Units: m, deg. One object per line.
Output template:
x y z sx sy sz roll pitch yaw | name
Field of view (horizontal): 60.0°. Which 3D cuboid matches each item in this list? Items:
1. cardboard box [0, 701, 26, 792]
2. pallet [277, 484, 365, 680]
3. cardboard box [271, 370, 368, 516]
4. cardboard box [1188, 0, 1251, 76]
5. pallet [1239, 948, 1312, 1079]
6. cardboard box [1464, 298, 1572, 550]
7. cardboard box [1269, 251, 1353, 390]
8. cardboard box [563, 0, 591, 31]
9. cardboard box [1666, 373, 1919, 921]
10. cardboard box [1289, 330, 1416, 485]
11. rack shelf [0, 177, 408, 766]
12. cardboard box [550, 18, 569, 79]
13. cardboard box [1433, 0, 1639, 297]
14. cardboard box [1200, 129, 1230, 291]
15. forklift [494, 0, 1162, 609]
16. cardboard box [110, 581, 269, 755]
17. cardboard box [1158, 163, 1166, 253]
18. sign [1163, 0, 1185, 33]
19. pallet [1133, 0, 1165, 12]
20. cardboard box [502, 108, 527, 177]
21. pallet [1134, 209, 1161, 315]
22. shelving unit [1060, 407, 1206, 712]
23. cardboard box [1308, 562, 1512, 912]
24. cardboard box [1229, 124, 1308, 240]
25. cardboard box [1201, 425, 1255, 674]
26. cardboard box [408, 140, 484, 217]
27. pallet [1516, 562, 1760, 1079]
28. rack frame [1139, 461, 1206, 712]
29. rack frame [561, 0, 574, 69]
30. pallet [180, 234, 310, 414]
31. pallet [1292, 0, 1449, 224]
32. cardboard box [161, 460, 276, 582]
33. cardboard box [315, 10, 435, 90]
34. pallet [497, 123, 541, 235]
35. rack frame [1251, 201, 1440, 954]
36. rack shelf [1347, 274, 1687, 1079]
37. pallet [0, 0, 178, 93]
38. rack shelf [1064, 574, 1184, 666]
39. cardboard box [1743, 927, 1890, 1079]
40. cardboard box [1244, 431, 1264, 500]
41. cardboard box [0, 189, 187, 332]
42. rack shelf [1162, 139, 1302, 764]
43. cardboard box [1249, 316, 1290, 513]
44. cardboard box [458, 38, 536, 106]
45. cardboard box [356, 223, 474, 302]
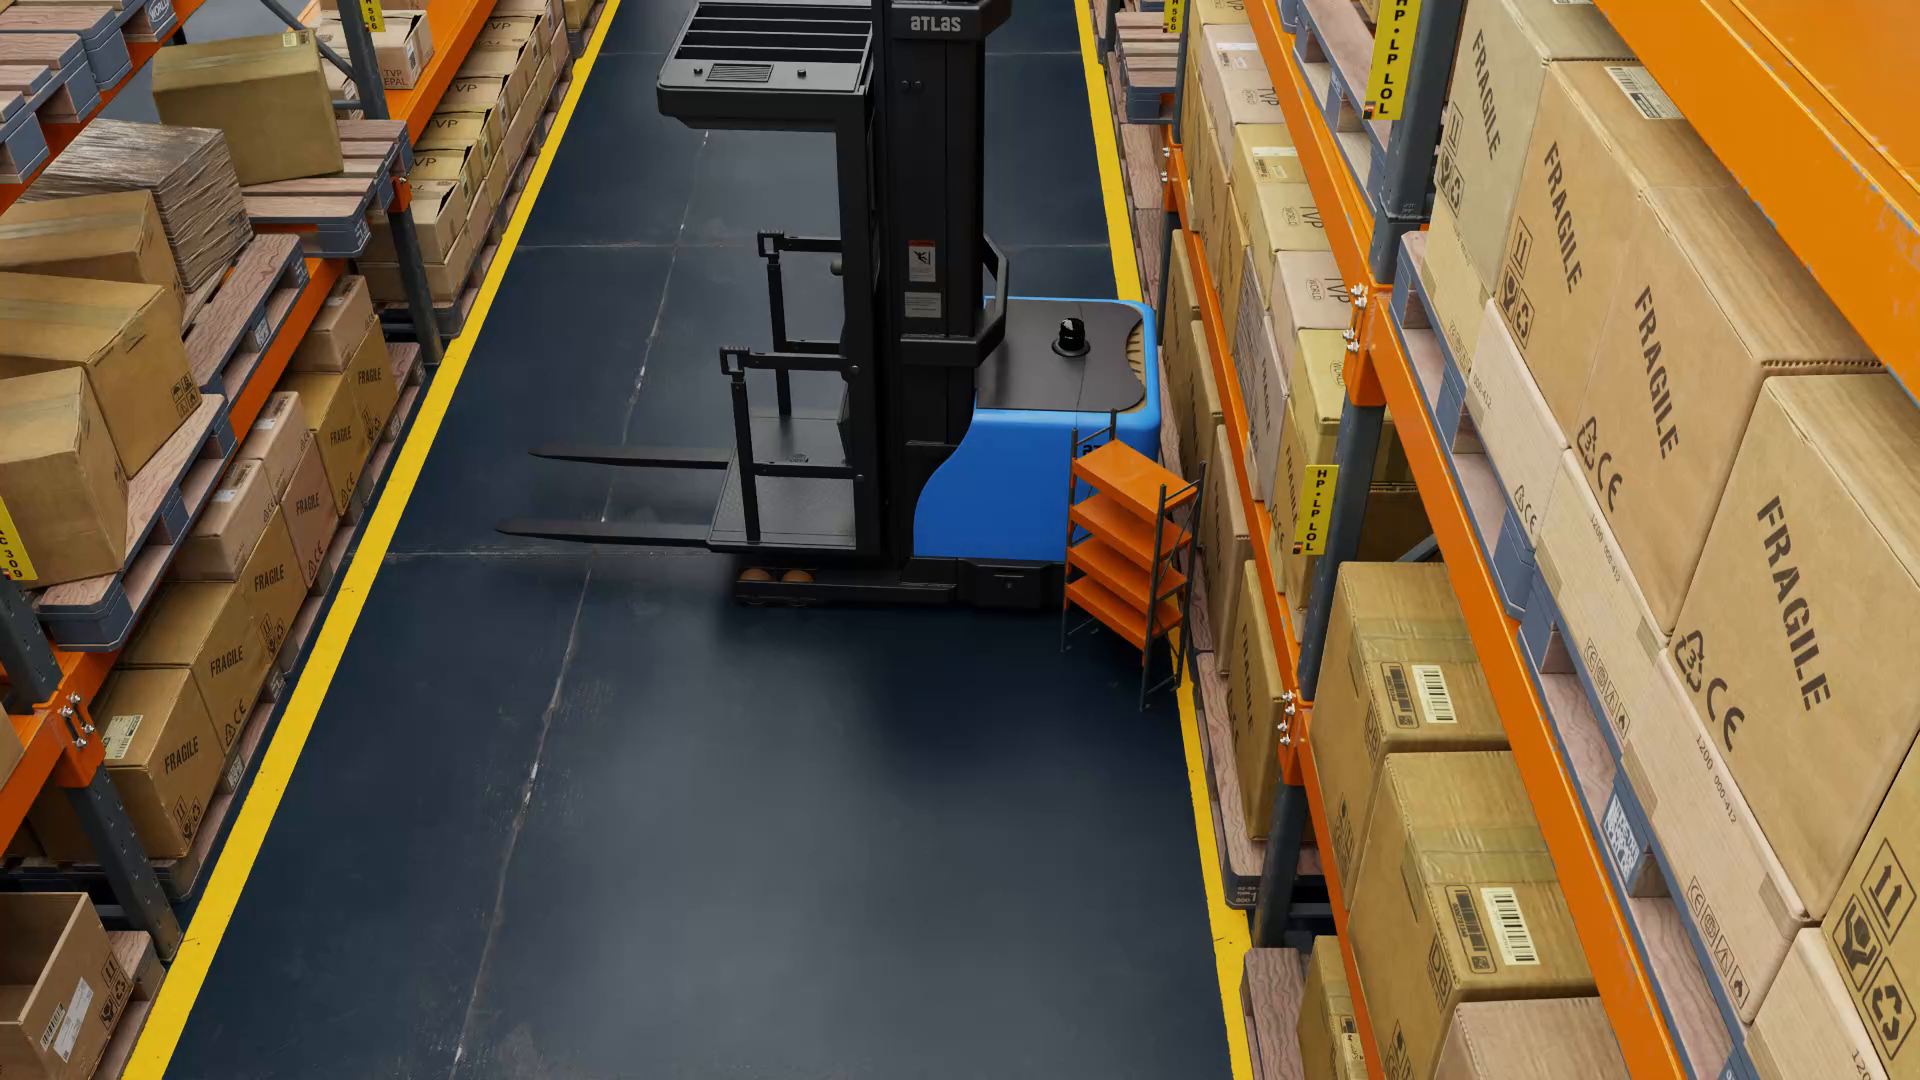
-3.117 0.609 4.757 0.500 0.500 0.500 1 39 1 | cardboard box
-3.417 0.150 7.640 1.003 0.211 1.213 0 39 0 | pallet
-3.143 -0.454 7.810 0.500 0.500 0.500 -1 39 -2 | cardboard box
1.318 -2.325 7.565 0.500 0.250 0.500 1 39 1 | cardboard box
1.502 1.893 5.464 1.003 0.211 1.213 0 39 0 | pallet
1.303 -0.234 3.195 0.500 0.250 0.500 -1 39 -1 | cardboard box
1.332 -0.738 5.584 0.500 0.250 0.500 1 39 1 | cardboard box
-3.081 -4.049 12.512 0.500 0.250 0.500 0 39 0 | cardboard box
1.312 0.127 2.145 0.500 0.500 0.500 -2 39 -2 | cardboard box
1.323 -0.418 5.185 0.500 0.250 0.500 1 39 1 | cardboard box
-3.376 -0.635 6.964 1.077 0.370 4.000 0 39 0 | rack shelf
-3.093 -3.499 11.826 0.500 0.250 0.500 0 39 0 | cardboard box
1.300 -0.832 3.341 0.500 0.500 0.500 0 39 0 | cardboard box
1.310 -1.393 7.001 0.500 0.500 0.500 0 39 0 | cardboard box
-0.627 -1.168 7.109 3.031 2.935 1.130 2 39 3 | forklift
-3.143 0.503 6.616 0.500 0.500 0.500 0 39 1 | cardboard box
1.522 -1.818 9.513 0.700 0.500 0.500 0 39 1 | cardboard box
1.032 -2.587 7.962 0.100 0.325 0.005 0 39 0 | sign
1.532 -3.335 9.912 1.003 0.211 1.213 0 39 0 | pallet
-3.094 -2.545 10.635 0.500 0.250 0.500 1 39 1 | cardboard box
1.576 -1.572 9.789 1.003 0.211 1.213 0 39 0 | pallet
0.701 0.097 6.915 0.258 1.200 0.503 -28 47 -31 | shelving unit
1.564 0.552 4.669 0.980 0.700 0.700 1 39 1 | cardboard box
1.330 -1.375 6.380 0.500 0.250 0.500 -1 39 -1 | cardboard box
1.445 0.042 6.927 0.750 0.750 0.750 1 39 1 | cardboard box
-3.095 -2.132 9.672 0.500 0.311 0.500 -1 39 -1 | cardboard box
1.569 0.466 2.687 1.003 0.211 1.213 0 39 0 | pallet
0.860 0.213 6.770 0.240 1.200 0.015 -28 47 -31 | rack frame
-3.383 -4.667 11.421 1.000 3.000 0.127 0 39 0 | rack frame
-3.372 -0.875 6.842 1.003 0.211 1.213 0 39 0 | pallet
1.529 -1.340 5.023 0.805 0.209 1.217 -1 39 -2 | pallet
-3.132 -0.082 6.746 0.500 0.250 0.500 0 39 0 | cardboard box
-3.186 -2.691 9.026 0.500 0.311 0.500 0 39 -1 | cardboard box
-3.339 -2.354 10.764 1.003 0.211 1.213 0 39 0 | pallet
1.580 0.329 5.186 1.000 3.000 0.127 0 39 0 | rack frame
1.582 0.690 2.912 1.077 0.370 4.000 0 39 0 | rack shelf
-3.309 -1.818 5.617 1.213 0.211 1.003 0 39 0 | pallet
0.701 0.305 7.081 0.258 0.148 0.480 -28 47 -31 | rack shelf
1.316 0.733 1.988 0.500 0.250 0.500 -1 39 -2 | cardboard box
1.258 -0.277 6.127 0.380 0.149 0.250 0 39 0 | cardboard box
-3.438 -0.972 6.394 0.700 0.500 0.500 -9 40 -11 | cardboard box
1.577 -0.640 6.971 1.077 0.370 4.000 0 39 0 | rack shelf
1.316 -0.441 5.813 0.500 0.500 0.500 0 39 0 | cardboard box
-3.091 -3.087 10.863 0.500 0.311 0.500 0 39 0 | cardboard box
-3.086 -1.585 9.437 0.500 0.250 0.500 0 39 0 | cardboard box
